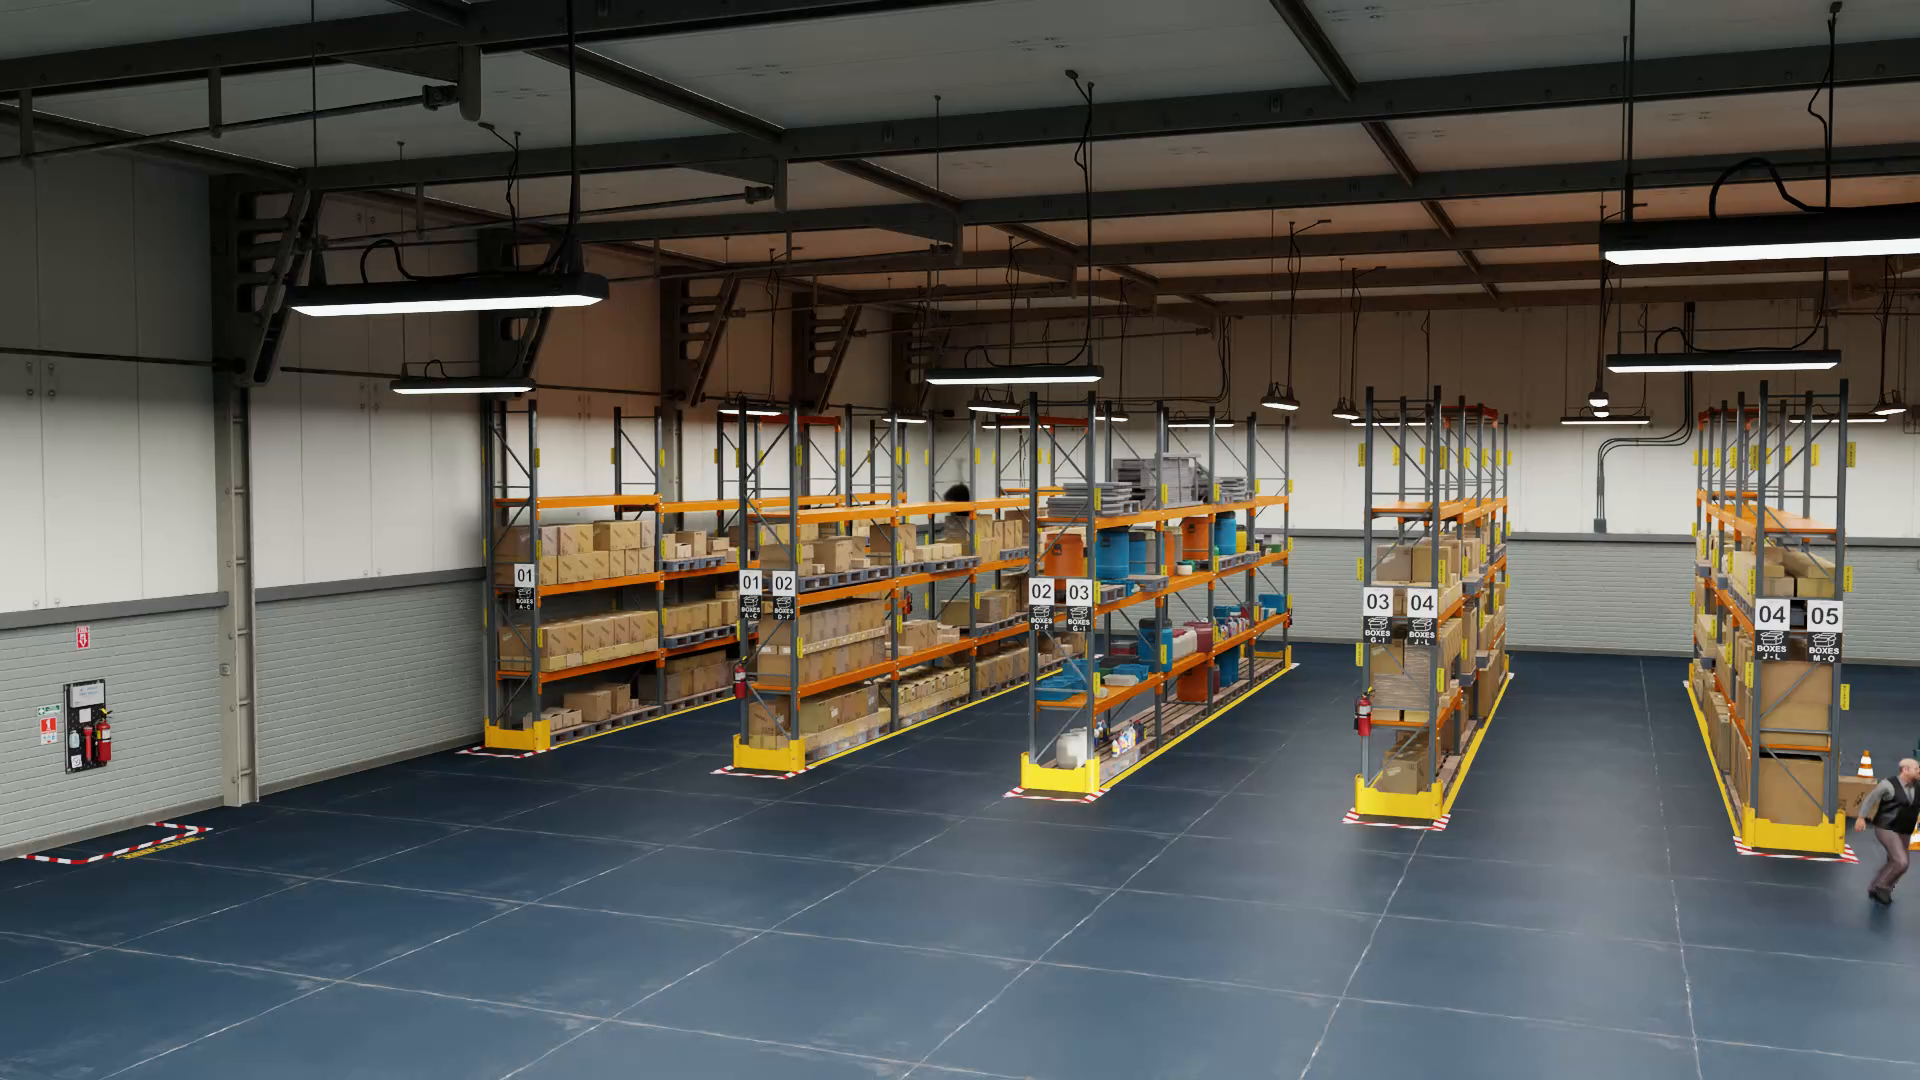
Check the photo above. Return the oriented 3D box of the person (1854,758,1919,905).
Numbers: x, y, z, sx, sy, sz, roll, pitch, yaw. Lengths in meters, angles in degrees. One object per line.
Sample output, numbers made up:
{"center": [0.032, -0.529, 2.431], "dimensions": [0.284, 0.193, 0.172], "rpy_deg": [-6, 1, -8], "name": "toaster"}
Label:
{"center": [10.456, 3.239, 18.462], "dimensions": [0.640, 1.668, 0.801], "rpy_deg": [-1, 3, -16], "name": "person"}
